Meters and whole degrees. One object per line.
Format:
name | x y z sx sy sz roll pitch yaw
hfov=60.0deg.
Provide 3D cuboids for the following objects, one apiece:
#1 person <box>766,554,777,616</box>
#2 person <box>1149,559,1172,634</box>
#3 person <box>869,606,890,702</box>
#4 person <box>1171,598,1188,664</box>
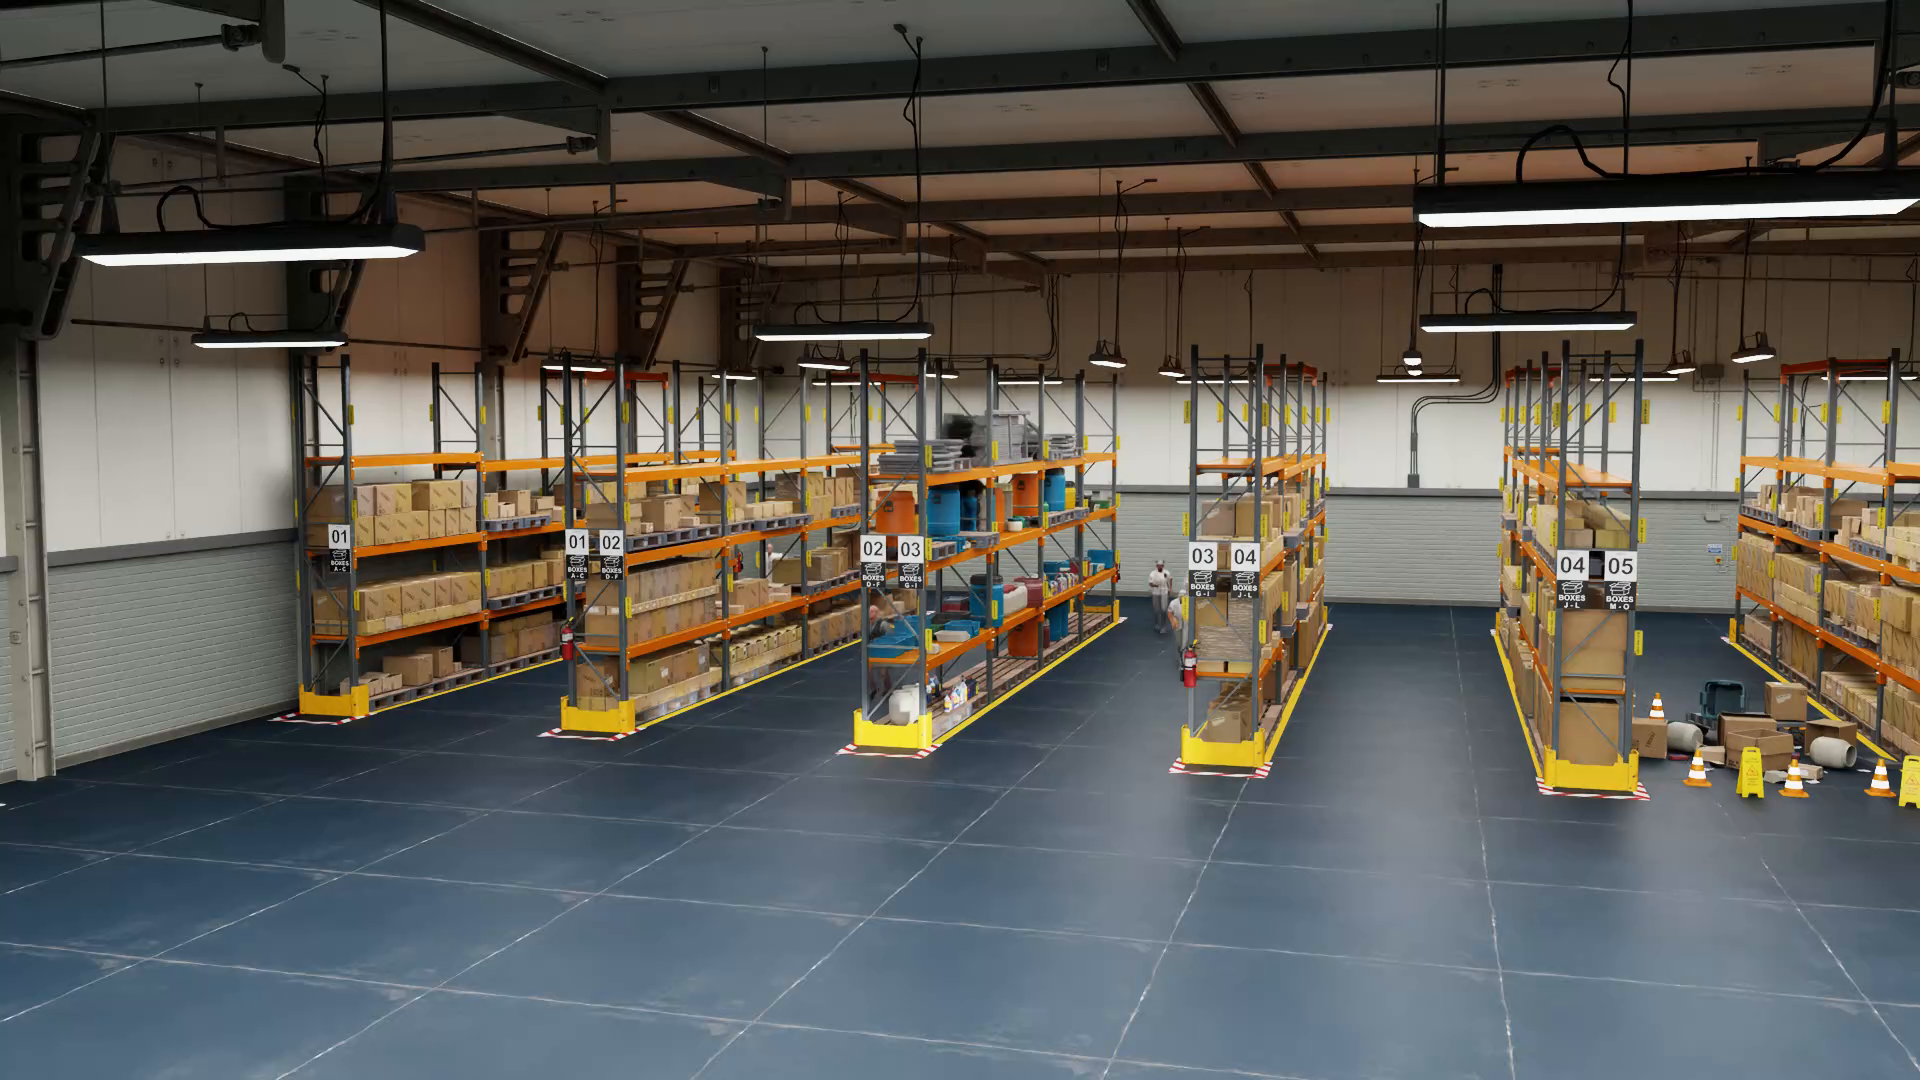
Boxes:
person | -4.751 1.093 41.851 0.615 1.536 1.049 1 4 8
person | 4.610 1.296 38.256 0.547 1.745 0.831 0 4 6
person | -1.457 1.979 29.107 0.516 1.700 0.859 2 5 24
person | 4.418 1.782 33.086 0.452 1.315 0.807 0 4 2
